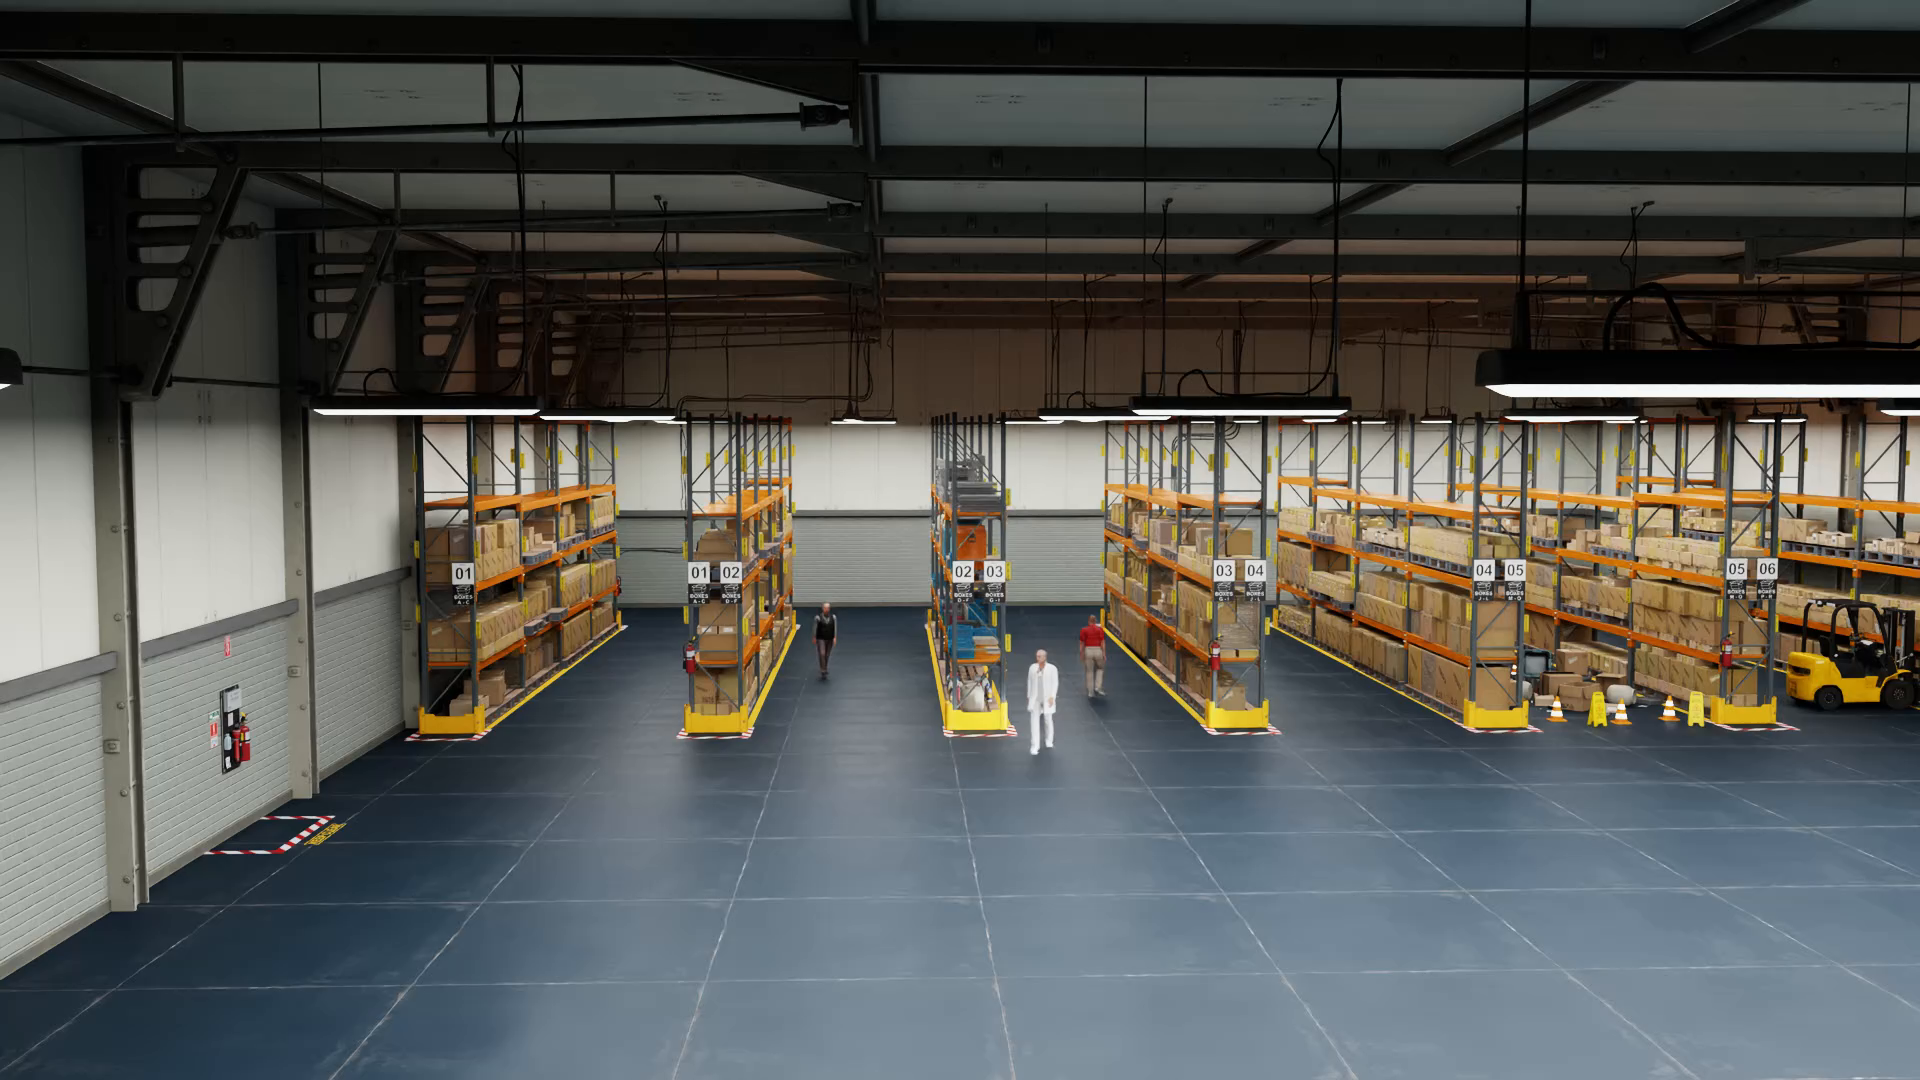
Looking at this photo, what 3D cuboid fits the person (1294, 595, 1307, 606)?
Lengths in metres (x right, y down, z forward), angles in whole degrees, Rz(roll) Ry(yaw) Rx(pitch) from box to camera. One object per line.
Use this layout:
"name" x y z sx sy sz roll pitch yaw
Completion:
"person" 10.097 1.528 48.875 0.924 1.740 0.517 1 4 17

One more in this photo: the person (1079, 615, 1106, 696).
"person" 2.818 2.458 35.317 0.577 1.725 0.518 1 4 8

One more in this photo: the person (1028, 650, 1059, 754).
"person" 1.435 2.837 29.398 0.607 1.777 0.898 1 4 17

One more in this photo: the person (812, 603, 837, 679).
"person" -3.062 2.274 37.975 0.555 1.675 0.941 -2 4 -27

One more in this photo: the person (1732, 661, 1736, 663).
"person" 16.605 2.477 36.033 0.501 1.706 0.606 0 4 -5
